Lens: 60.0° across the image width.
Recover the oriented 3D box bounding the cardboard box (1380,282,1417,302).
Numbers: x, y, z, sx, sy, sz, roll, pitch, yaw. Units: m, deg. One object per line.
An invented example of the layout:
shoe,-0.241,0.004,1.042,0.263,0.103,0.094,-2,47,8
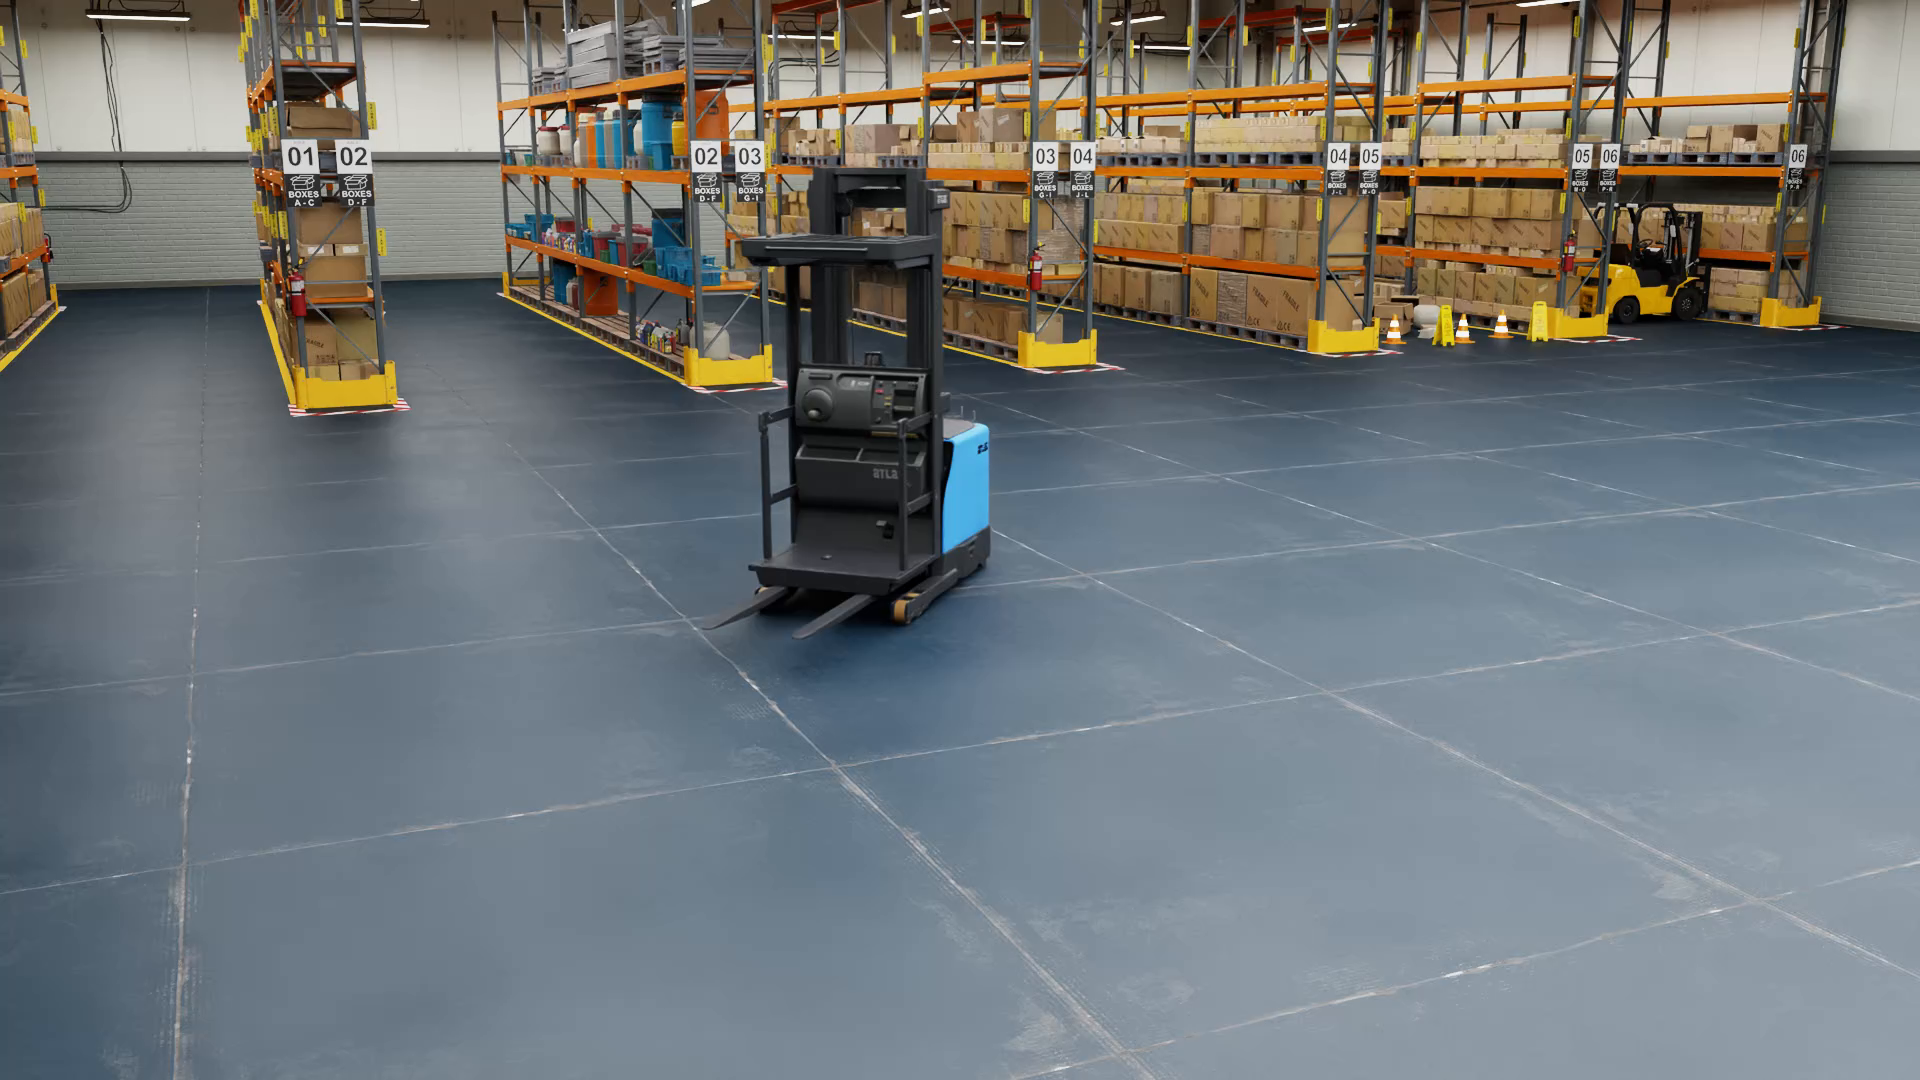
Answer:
cardboard box,8.733,-4.794,32.325,0.950,0.372,0.625,-5,14,-22

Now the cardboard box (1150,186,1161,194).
cardboard box,4.891,-8.232,39.847,0.500,0.500,0.500,-5,14,-22

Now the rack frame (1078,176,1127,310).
rack frame,2.848,-6.119,33.158,1.000,3.000,0.127,-6,14,-23

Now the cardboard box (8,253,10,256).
cardboard box,-16.091,-4.753,27.767,0.380,0.149,0.250,-6,14,-25

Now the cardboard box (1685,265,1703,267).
cardboard box,14.007,-5.117,31.774,0.500,0.250,0.500,-6,14,-24

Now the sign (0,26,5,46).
sign,-16.462,-8.644,28.516,0.100,0.325,0.005,-6,14,-23

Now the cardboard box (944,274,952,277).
cardboard box,-0.152,-6.291,39.289,0.380,0.149,0.250,-5,14,-22

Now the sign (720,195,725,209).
sign,-5.452,-7.757,38.136,0.100,0.325,0.005,-6,14,-23

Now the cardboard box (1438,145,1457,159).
cardboard box,9.086,-7.073,30.298,0.500,0.250,0.500,-6,14,-23

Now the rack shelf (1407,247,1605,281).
rack shelf,9.747,-4.997,29.905,1.077,0.370,4.000,-6,14,-23

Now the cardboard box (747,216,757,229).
cardboard box,-4.370,-6.975,36.528,0.500,0.250,0.500,-6,14,-24

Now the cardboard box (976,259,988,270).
cardboard box,0.467,-4.258,25.671,0.380,0.149,0.250,-6,14,-23

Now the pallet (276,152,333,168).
pallet,-8.362,-4.965,21.712,1.003,0.211,1.213,-6,14,-23

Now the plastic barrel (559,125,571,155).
plastic barrel,-7.123,-7.330,30.502,0.433,0.535,0.433,0,13,0

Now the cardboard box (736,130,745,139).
cardboard box,-4.569,-8.879,37.053,0.700,0.500,0.500,-6,14,-25

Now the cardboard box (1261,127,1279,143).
cardboard box,5.201,-6.536,26.826,0.500,0.250,0.500,-6,14,-23

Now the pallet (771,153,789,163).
pallet,-3.657,-8.107,35.289,1.003,0.211,1.213,-6,14,-23

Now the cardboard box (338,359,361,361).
cardboard box,-7.825,-2.244,21.582,0.500,0.250,0.500,-6,14,-23

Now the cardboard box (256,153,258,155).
cardboard box,-12.856,-7.089,31.029,0.500,0.250,0.500,-6,14,-23

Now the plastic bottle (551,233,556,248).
plastic bottle,-7.670,-5.690,31.576,0.152,0.276,0.135,-6,14,-23

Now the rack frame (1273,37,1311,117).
rack frame,8.685,-11.612,43.585,1.000,3.000,0.127,-6,14,-23

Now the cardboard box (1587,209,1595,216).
cardboard box,13.032,-6.677,33.907,0.380,0.149,0.250,-6,14,-24

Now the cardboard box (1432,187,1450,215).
cardboard box,9.108,-6.224,30.510,0.700,0.500,0.500,-6,14,-23

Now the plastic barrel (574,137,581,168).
plastic barrel,-6.431,-6.669,28.632,0.421,0.512,0.421,0,13,0

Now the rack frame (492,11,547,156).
rack frame,-9.480,-9.821,35.844,1.000,3.000,0.127,-6,14,-23

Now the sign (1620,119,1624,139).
sign,11.045,-6.871,27.814,0.100,0.325,0.005,-6,14,-23

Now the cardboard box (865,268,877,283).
cardboard box,-1.441,-4.918,30.874,0.500,0.250,0.500,-5,14,-21

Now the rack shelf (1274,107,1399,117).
rack shelf,9.487,-10.847,41.881,1.077,0.370,4.000,-6,14,-23

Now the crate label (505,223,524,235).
crate label,-9.682,-6.765,36.184,0.416,0.233,0.303,-6,14,-23

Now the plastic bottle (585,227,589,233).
plastic bottle,-7.209,-5.887,32.263,0.144,0.351,0.185,-6,14,-23

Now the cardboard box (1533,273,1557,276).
cardboard box,10.255,-4.469,29.531,0.500,0.500,0.500,-6,14,-25

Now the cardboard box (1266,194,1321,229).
cardboard box,5.535,-5.379,27.232,0.875,0.550,0.550,-6,14,-23

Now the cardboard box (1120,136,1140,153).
cardboard box,3.343,-7.412,31.134,0.500,0.311,0.500,-6,14,-24

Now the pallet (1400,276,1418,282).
pallet,11.141,-6.087,39.203,1.003,0.211,1.213,-6,14,-23

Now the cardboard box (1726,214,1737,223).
cardboard box,14.433,-5.956,30.793,0.380,0.149,0.250,-6,14,-23

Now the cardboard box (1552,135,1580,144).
cardboard box,10.142,-6.705,27.825,0.380,0.149,0.250,-5,14,-22

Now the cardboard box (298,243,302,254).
cardboard box,-8.044,-3.626,20.724,0.380,0.149,0.250,-5,14,-22

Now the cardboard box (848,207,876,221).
cardboard box,-2.015,-6.382,31.847,0.797,0.503,0.637,-5,14,-21

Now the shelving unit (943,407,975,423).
shelving unit,-0.021,-0.523,13.299,0.215,1.050,0.252,-6,14,-23

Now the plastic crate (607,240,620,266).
plastic crate,-5.400,-4.611,26.674,0.392,0.384,0.575,-6,14,-23

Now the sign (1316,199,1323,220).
sign,5.550,-5.100,25.660,0.100,0.325,0.005,-6,14,-23

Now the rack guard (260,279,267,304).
rack guard,-13.989,-5.218,34.805,1.175,0.500,0.348,-6,14,-23

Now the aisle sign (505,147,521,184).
aisle sign,-9.781,-8.152,36.176,0.394,0.787,0.004,-6,14,-23

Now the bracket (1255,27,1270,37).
bracket,8.272,-13.886,45.429,0.235,0.232,0.430,-6,14,-23

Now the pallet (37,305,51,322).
pallet,-17.680,-4.235,31.198,1.003,0.211,1.213,-6,14,-23

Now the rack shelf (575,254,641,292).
rack shelf,-5.474,-4.481,27.675,1.077,0.370,4.000,-6,14,-23

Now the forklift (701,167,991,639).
forklift,-0.747,-0.974,11.078,1.130,2.935,3.031,5,14,19

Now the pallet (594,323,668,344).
pallet,-5.515,-3.471,27.900,1.003,0.211,1.213,-6,14,-23

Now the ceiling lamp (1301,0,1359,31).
ceiling lamp,8.610,-13.258,37.750,0.800,3.185,2.000,-6,14,-23

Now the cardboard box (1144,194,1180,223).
cardboard box,3.836,-6.141,30.814,0.700,0.500,0.500,-6,14,-23

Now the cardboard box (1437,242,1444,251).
cardboard box,9.061,-5.445,30.801,0.380,0.149,0.250,-6,14,-23

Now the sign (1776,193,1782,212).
sign,14.592,-6.017,29.622,0.100,0.325,0.005,-6,14,-23

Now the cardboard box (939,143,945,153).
cardboard box,-0.117,-6.305,26.754,0.380,0.149,0.250,-6,14,-26

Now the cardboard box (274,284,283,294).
cardboard box,-11.431,-4.343,28.389,0.500,0.250,0.500,-5,14,-21
